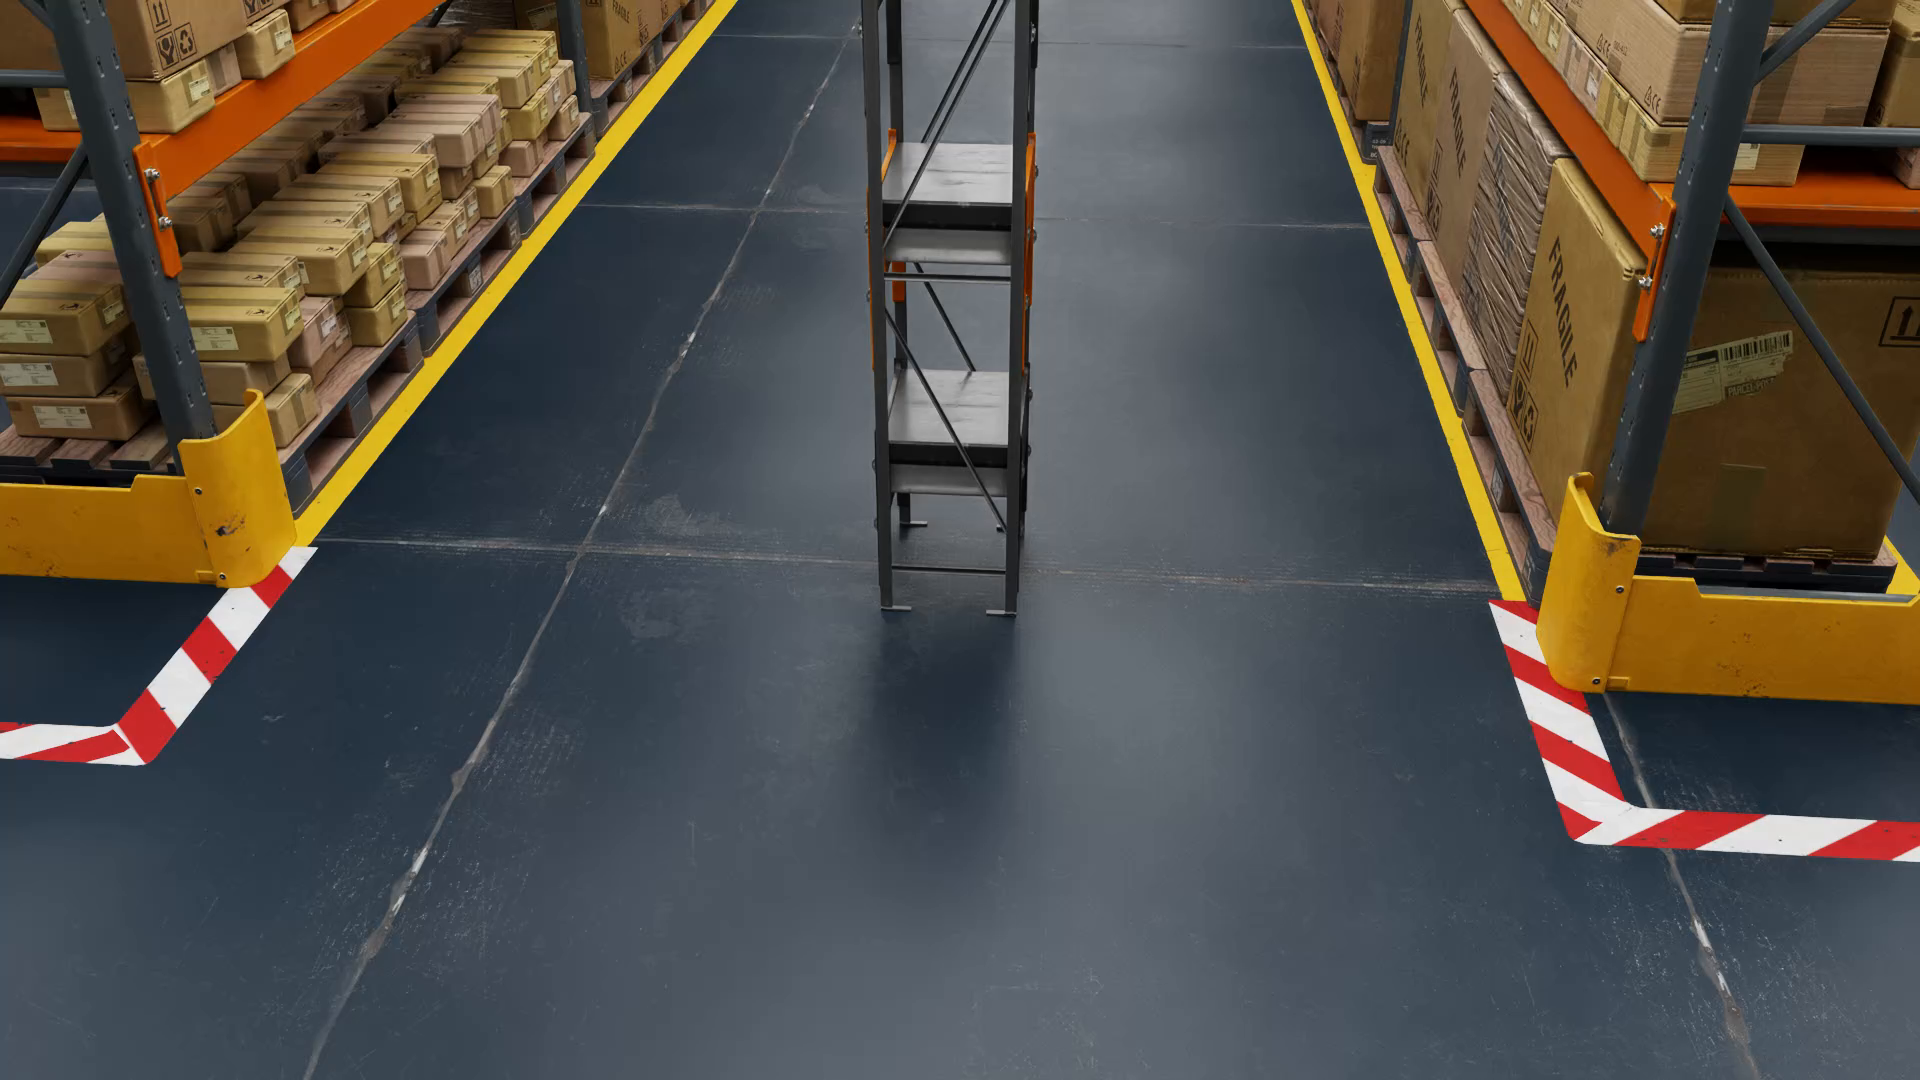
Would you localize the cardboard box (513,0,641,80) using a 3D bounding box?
[{"bbox_3d":[-2.043,-2.785,8.892,0.500,0.500,0.500,4,32,6],"label":"cardboard box"}]

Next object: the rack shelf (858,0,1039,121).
[{"bbox_3d":[-0.014,-1.392,4.199,0.431,0.518,0.480,2,32,4],"label":"rack shelf"}]

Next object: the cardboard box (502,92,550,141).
[{"bbox_3d":[-2.090,-1.926,7.550,0.380,0.149,0.250,1,32,2],"label":"cardboard box"}]

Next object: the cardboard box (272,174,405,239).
[{"bbox_3d":[-2.291,-1.235,6.145,0.380,0.149,0.250,4,32,6],"label":"cardboard box"}]

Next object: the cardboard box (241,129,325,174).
[{"bbox_3d":[-2.755,-1.526,6.618,0.380,0.149,0.250,3,32,4],"label":"cardboard box"}]

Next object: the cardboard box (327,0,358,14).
[{"bbox_3d":[-2.306,-1.935,5.771,0.380,0.149,0.250,2,32,3],"label":"cardboard box"}]

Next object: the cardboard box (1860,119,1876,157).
[{"bbox_3d":[2.620,-1.138,4.477,0.380,0.149,0.250,2,32,3],"label":"cardboard box"}]

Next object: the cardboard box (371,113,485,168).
[{"bbox_3d":[-2.170,-1.631,6.788,0.380,0.149,0.250,1,32,2],"label":"cardboard box"}]

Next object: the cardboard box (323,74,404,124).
[{"bbox_3d":[-2.653,-1.929,7.271,0.380,0.149,0.250,2,32,3],"label":"cardboard box"}]

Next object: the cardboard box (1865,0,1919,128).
[{"bbox_3d":[2.551,-1.241,4.265,0.500,0.250,0.500,2,32,3],"label":"cardboard box"}]

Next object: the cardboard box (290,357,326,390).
[{"bbox_3d":[-2.392,-0.569,5.632,0.380,0.149,0.250,2,32,4],"label":"cardboard box"}]

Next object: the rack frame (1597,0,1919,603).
[{"bbox_3d":[2.242,-0.939,3.915,1.000,3.000,0.127,2,32,4],"label":"rack frame"}]

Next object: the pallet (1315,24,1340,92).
[{"bbox_3d":[2.652,-2.890,9.738,1.003,0.211,1.213,2,32,4],"label":"pallet"}]

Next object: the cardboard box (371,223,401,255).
[{"bbox_3d":[-2.328,-1.103,6.215,0.380,0.149,0.250,1,32,2],"label":"cardboard box"}]

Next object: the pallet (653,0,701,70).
[{"bbox_3d":[-2.209,-3.155,10.168,1.003,0.211,1.213,2,32,4],"label":"pallet"}]

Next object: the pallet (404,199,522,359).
[{"bbox_3d":[-2.483,-1.116,6.859,1.003,0.211,1.213,2,32,4],"label":"pallet"}]

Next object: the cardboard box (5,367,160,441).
[{"bbox_3d":[-2.858,-0.453,5.443,0.380,0.149,0.250,3,32,5],"label":"cardboard box"}]

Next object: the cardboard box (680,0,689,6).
[{"bbox_3d":[-1.907,-3.598,10.211,0.500,0.500,0.500,1,32,2],"label":"cardboard box"}]

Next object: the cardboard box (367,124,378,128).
[{"bbox_3d":[-2.656,-1.805,7.353,0.380,0.149,0.250,1,32,1],"label":"cardboard box"}]

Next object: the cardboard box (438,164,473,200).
[{"bbox_3d":[-2.251,-1.526,6.900,0.380,0.149,0.250,1,32,2],"label":"cardboard box"}]

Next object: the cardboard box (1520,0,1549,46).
[{"bbox_3d":[2.045,-1.702,5.392,0.380,0.149,0.250,3,32,4],"label":"cardboard box"}]

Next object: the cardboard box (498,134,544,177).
[{"bbox_3d":[-2.121,-1.768,7.576,0.380,0.149,0.250,1,32,2],"label":"cardboard box"}]

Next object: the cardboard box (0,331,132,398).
[{"bbox_3d":[-2.934,-0.584,5.372,0.380,0.149,0.250,2,32,3],"label":"cardboard box"}]

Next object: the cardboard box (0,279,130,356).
[{"bbox_3d":[-2.902,-0.710,5.293,0.380,0.149,0.250,3,32,5],"label":"cardboard box"}]

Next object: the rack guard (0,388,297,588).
[{"bbox_3d":[-2.687,-0.179,5.064,1.175,0.500,0.348,2,32,4],"label":"rack guard"}]

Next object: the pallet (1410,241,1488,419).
[{"bbox_3d":[2.331,-0.810,6.362,1.003,0.211,1.213,2,32,4],"label":"pallet"}]

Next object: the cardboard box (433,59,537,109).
[{"bbox_3d":[-2.131,-2.051,7.469,0.380,0.149,0.250,2,32,4],"label":"cardboard box"}]

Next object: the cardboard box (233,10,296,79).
[{"bbox_3d":[-2.285,-1.525,5.106,0.380,0.149,0.250,2,32,3],"label":"cardboard box"}]

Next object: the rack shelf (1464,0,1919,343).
[{"bbox_3d":[2.405,-1.679,5.800,1.077,0.370,4.000,2,32,4],"label":"rack shelf"}]

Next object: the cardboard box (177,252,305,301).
[{"bbox_3d":[-2.409,-0.831,5.489,0.380,0.149,0.250,3,32,5],"label":"cardboard box"}]

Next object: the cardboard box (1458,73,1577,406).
[{"bbox_3d":[2.289,-1.027,5.683,0.875,0.875,0.875,2,32,4],"label":"cardboard box"}]

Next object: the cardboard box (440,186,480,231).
[{"bbox_3d":[-2.232,-1.366,6.925,0.380,0.149,0.250,3,32,5],"label":"cardboard box"}]

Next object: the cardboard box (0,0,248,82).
[{"bbox_3d":[-2.381,-1.596,4.602,0.500,0.500,0.500,4,32,6],"label":"cardboard box"}]

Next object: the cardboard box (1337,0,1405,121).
[{"bbox_3d":[2.600,-2.640,8.300,1.225,0.875,0.875,3,32,4],"label":"cardboard box"}]

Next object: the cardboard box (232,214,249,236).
[{"bbox_3d":[-2.865,-1.127,6.253,0.380,0.149,0.250,3,32,5],"label":"cardboard box"}]

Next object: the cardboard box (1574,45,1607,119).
[{"bbox_3d":[1.984,-1.300,4.740,0.380,0.149,0.250,3,32,4],"label":"cardboard box"}]

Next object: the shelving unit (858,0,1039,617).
[{"bbox_3d":[-0.013,-0.807,4.559,0.431,2.100,0.503,2,32,4],"label":"shelving unit"}]

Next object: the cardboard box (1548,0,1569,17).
[{"bbox_3d":[2.100,-1.798,5.168,0.500,0.250,0.500,1,32,2],"label":"cardboard box"}]

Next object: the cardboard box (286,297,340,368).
[{"bbox_3d":[-2.316,-0.699,5.559,0.380,0.149,0.250,2,32,4],"label":"cardboard box"}]

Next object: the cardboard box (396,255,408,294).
[{"bbox_3d":[-2.322,-0.966,6.276,0.380,0.149,0.250,3,32,4],"label":"cardboard box"}]

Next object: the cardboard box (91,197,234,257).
[{"bbox_3d":[-2.846,-1.112,5.946,0.380,0.149,0.250,1,32,2],"label":"cardboard box"}]

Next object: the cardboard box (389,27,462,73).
[{"bbox_3d":[-2.602,-2.342,7.942,0.380,0.149,0.250,4,32,6],"label":"cardboard box"}]
